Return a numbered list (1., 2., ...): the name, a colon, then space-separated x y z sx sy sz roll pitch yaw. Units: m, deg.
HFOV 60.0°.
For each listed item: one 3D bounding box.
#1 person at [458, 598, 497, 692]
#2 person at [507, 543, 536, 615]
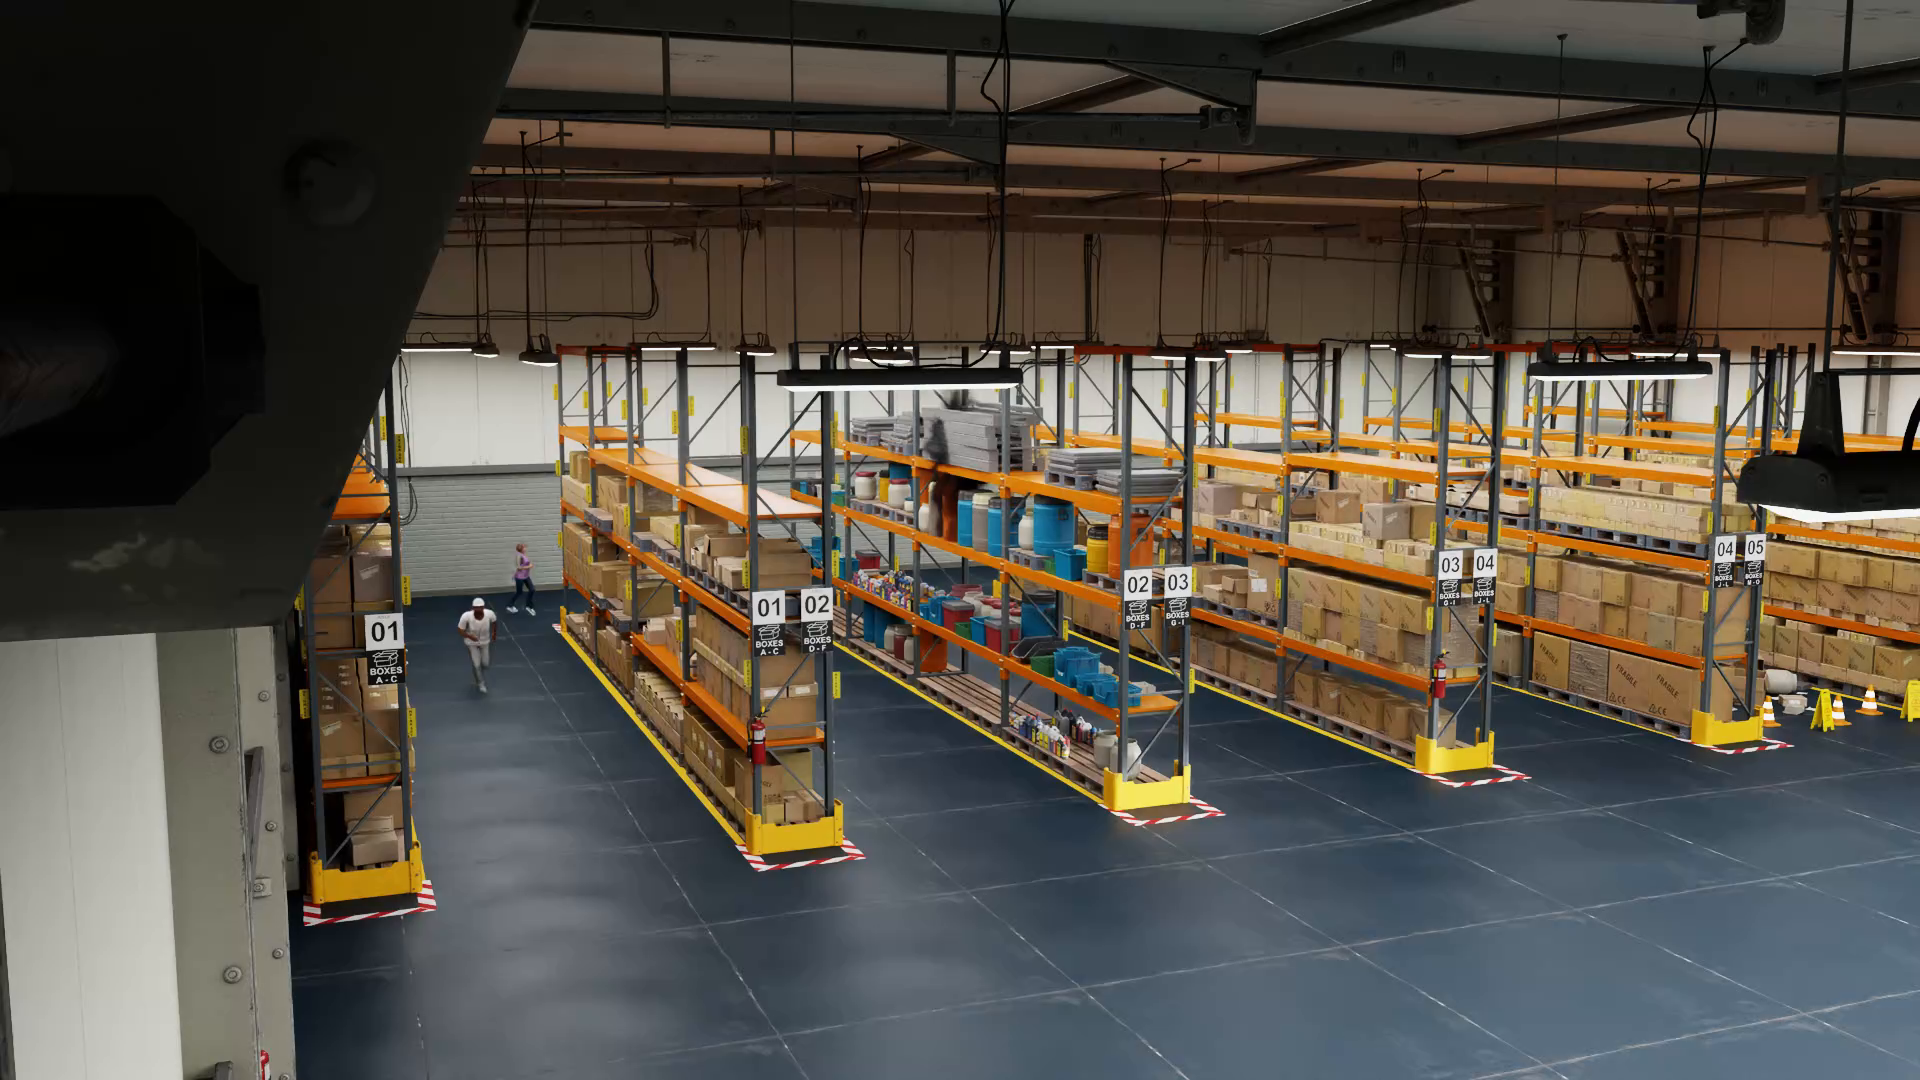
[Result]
1. person: -8.411 1.825 29.060 0.690 1.685 0.722 -3 8 -23
2. person: -9.715 0.871 36.808 0.726 1.647 0.452 2 7 12
